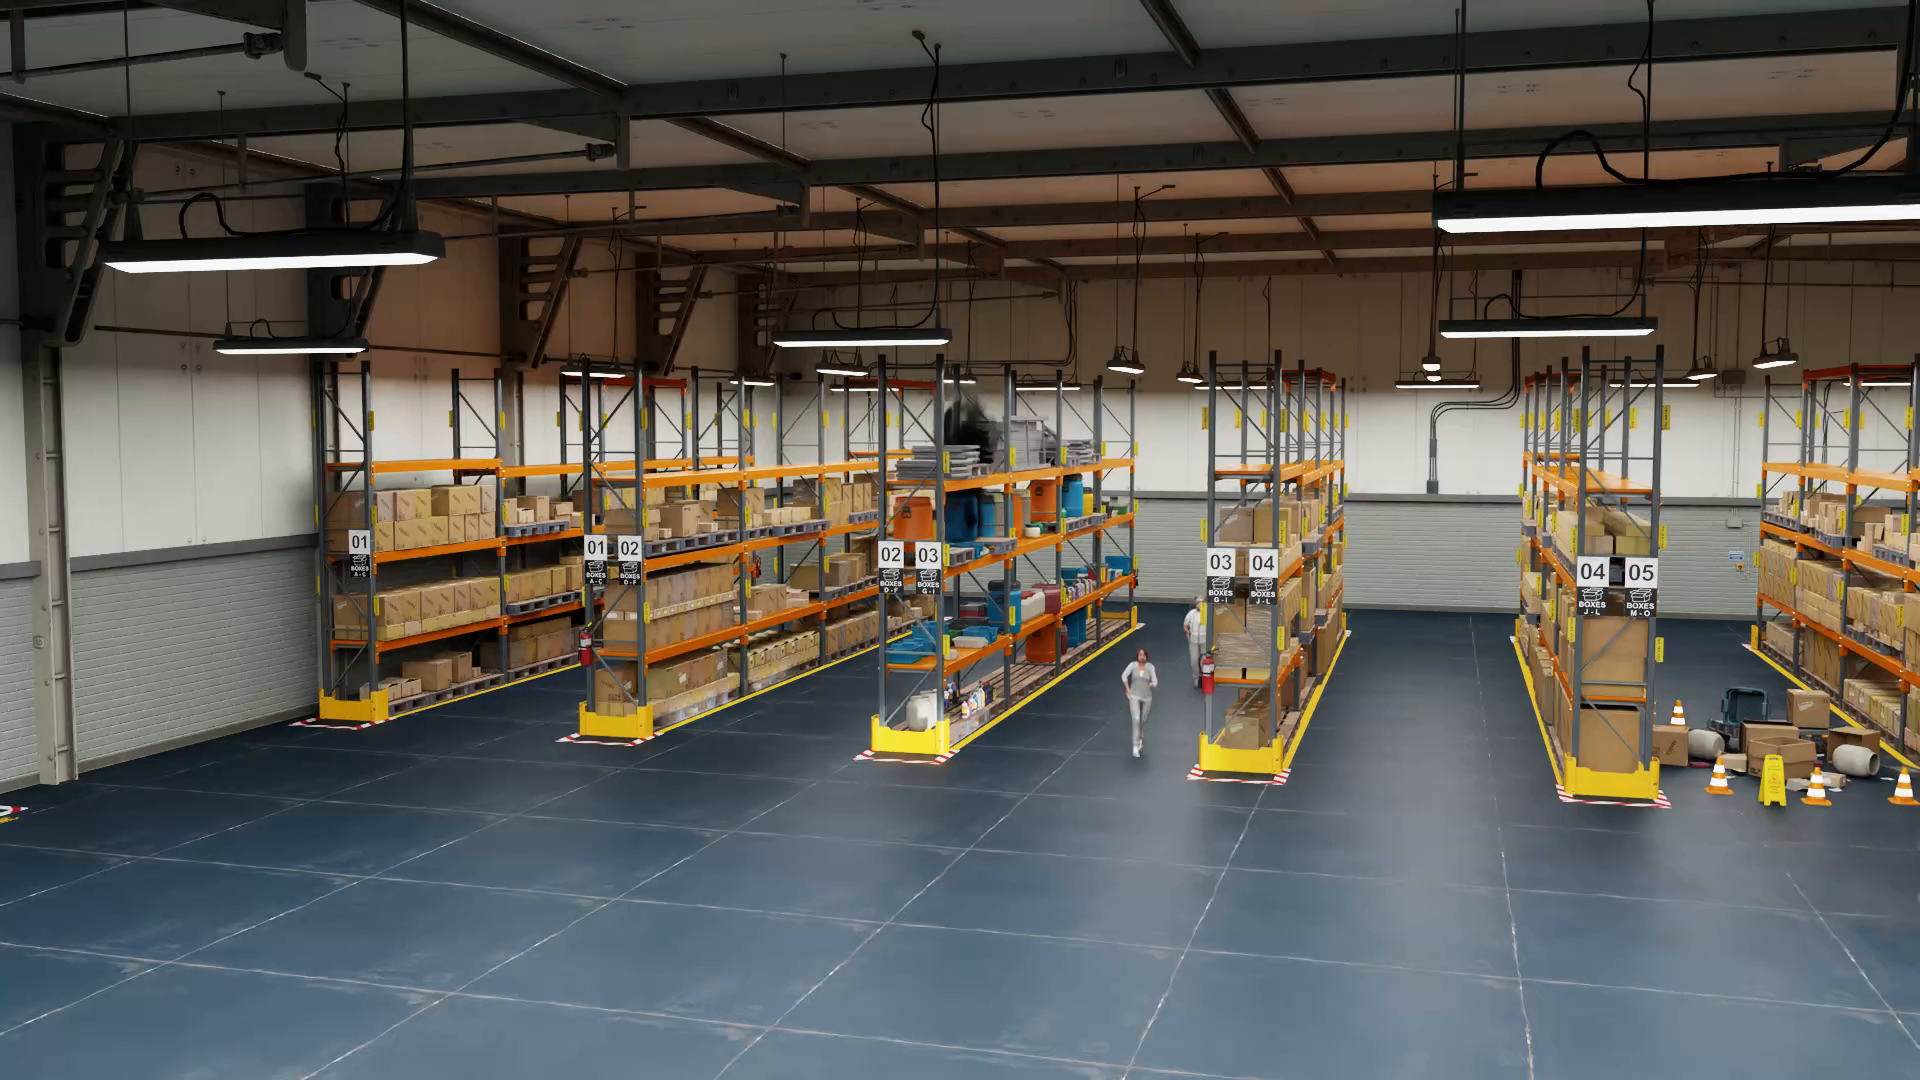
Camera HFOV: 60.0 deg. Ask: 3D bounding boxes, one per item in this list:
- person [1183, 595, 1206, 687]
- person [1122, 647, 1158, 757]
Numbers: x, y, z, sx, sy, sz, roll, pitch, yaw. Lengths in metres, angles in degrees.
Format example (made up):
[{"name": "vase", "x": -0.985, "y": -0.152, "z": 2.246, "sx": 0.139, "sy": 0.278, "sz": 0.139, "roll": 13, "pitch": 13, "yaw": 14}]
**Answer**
[{"name": "person", "x": 4.517, "y": 1.895, "z": 31.322, "sx": 0.659, "sy": 1.732, "sz": 0.622, "roll": 1, "pitch": 4, "yaw": 14}, {"name": "person", "x": 2.712, "y": 2.430, "z": 25.011, "sx": 0.516, "sy": 1.649, "sz": 0.716, "roll": 0, "pitch": 4, "yaw": -1}]
